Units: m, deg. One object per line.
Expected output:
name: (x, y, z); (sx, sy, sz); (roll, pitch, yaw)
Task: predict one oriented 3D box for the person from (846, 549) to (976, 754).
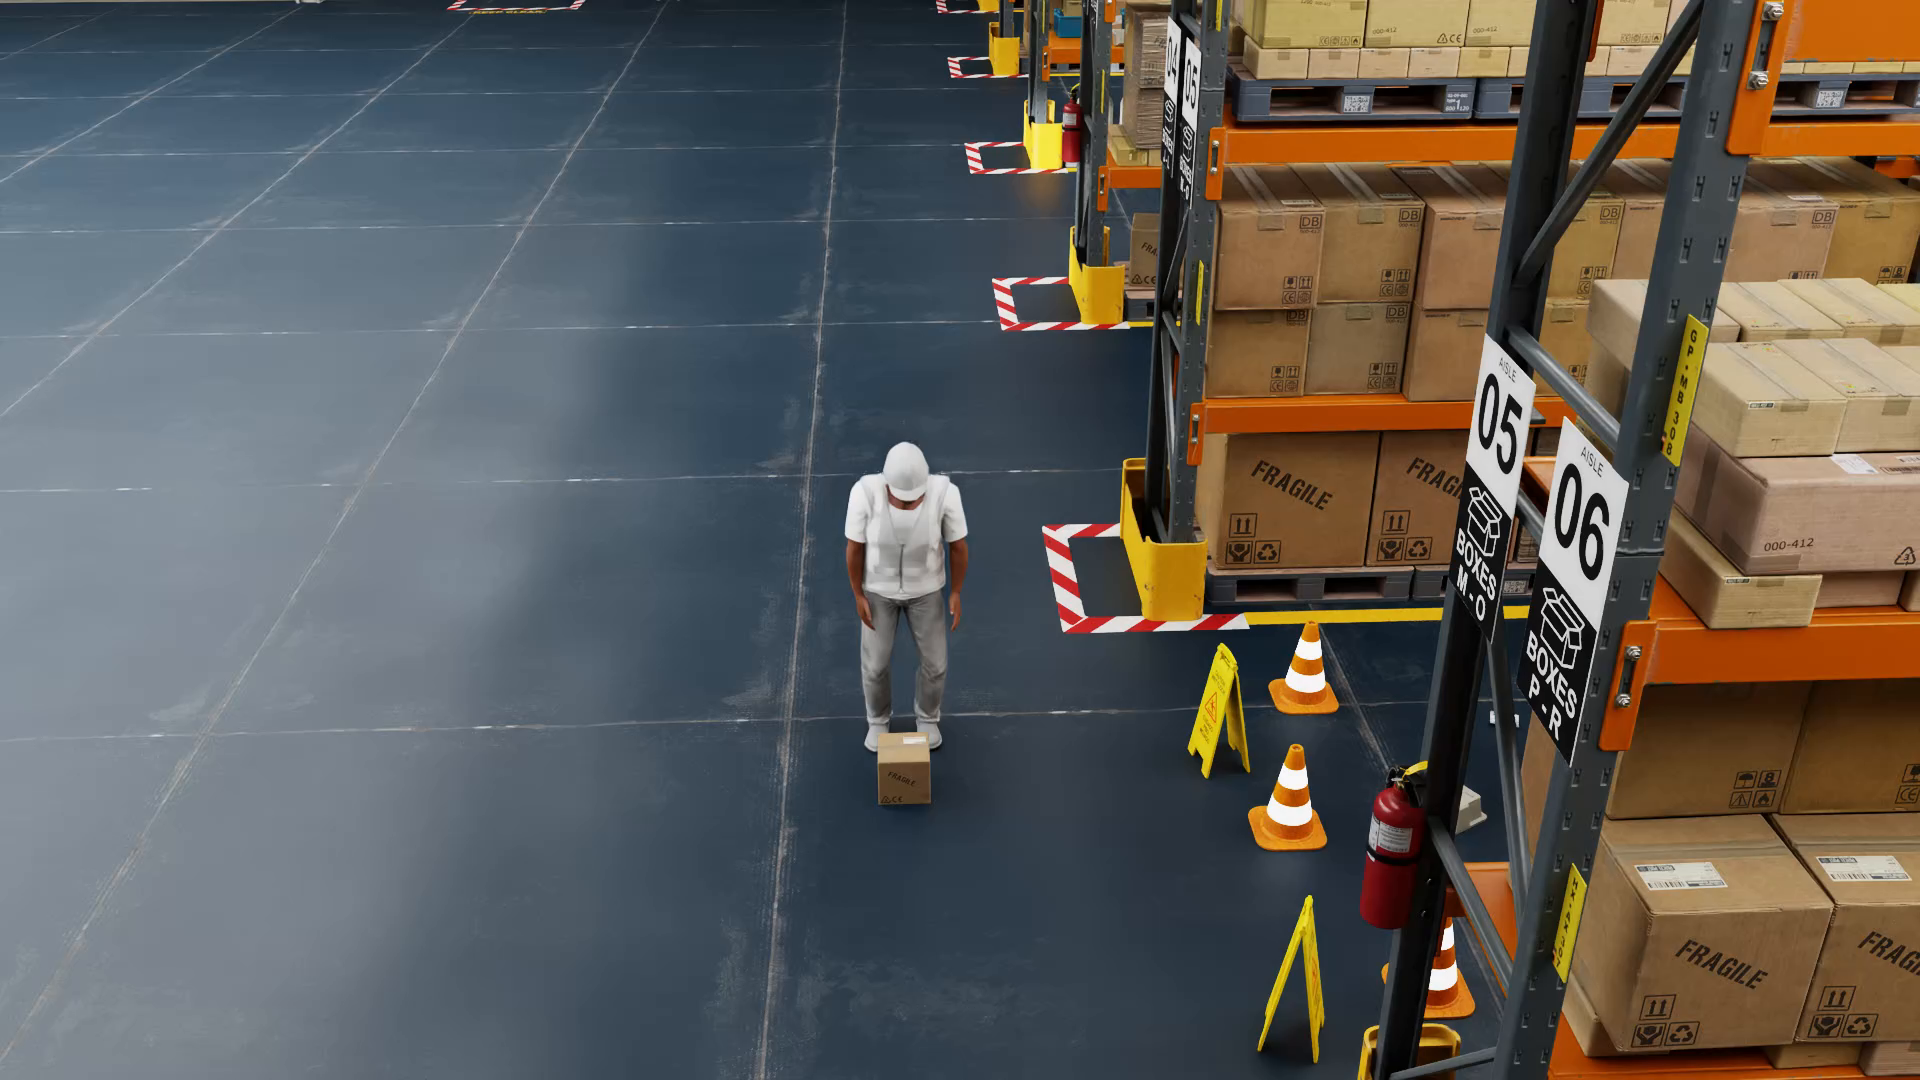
person: (-0.241, 0.489, 8.212); (0.625, 1.250, 0.828); (-1, 27, -3)
